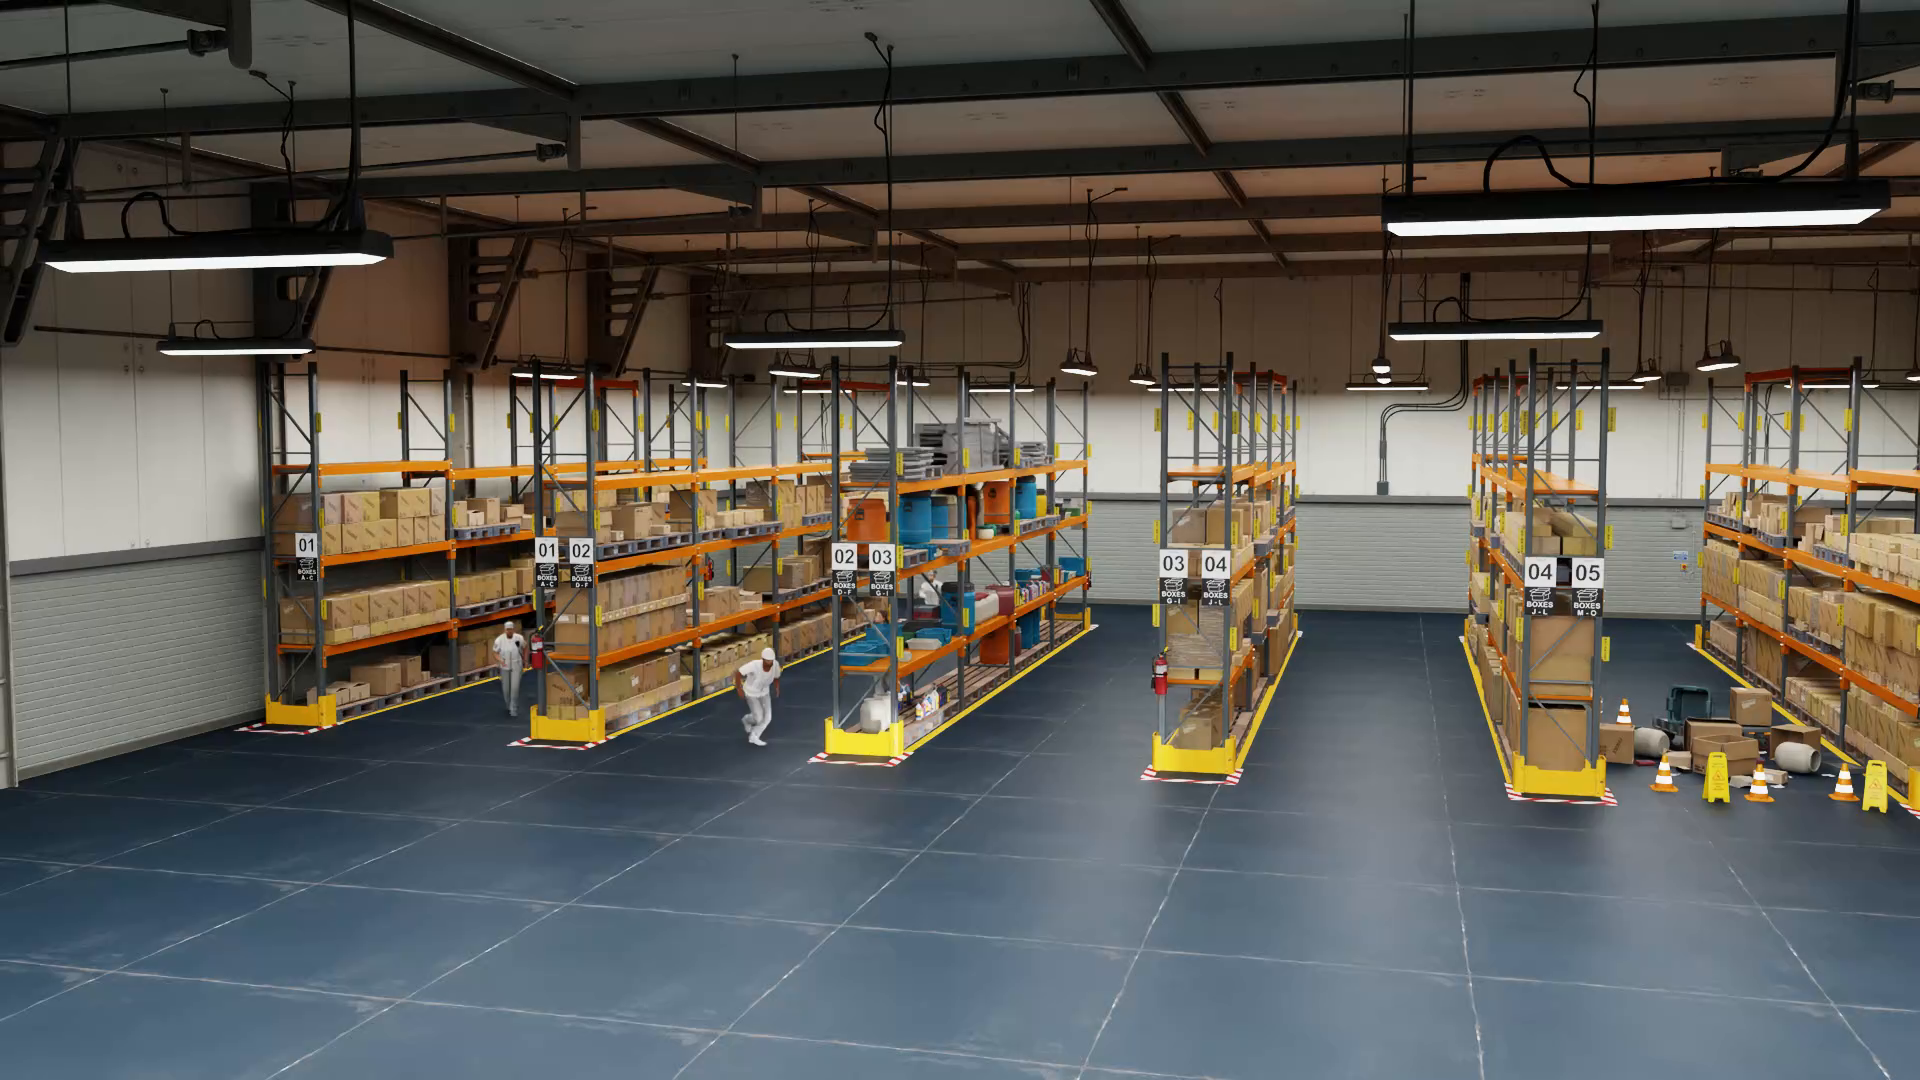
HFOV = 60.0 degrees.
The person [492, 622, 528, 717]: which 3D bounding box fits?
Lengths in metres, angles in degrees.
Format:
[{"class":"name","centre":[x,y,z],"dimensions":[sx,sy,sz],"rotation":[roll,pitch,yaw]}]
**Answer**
[{"class":"person","centre":[-7.730,2.191,28.593],"dimensions":[0.598,1.629,0.780],"rotation":[-1,4,-12]}]

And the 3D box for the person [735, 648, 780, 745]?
[{"class":"person","centre":[-3.143,2.419,25.760],"dimensions":[0.723,1.566,0.943],"rotation":[-3,5,-36]}]

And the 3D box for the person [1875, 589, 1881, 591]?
[{"class":"person","centre":[18.185,1.822,32.797],"dimensions":[0.648,1.711,0.825],"rotation":[0,4,-6]}]

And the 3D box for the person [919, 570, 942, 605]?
[{"class":"person","centre":[-0.621,1.520,37.585],"dimensions":[0.569,1.738,0.812],"rotation":[1,4,16]}]

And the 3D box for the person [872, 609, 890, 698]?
[{"class":"person","centre":[-1.376,2.061,30.029],"dimensions":[0.612,1.658,0.655],"rotation":[-1,4,-12]}]
